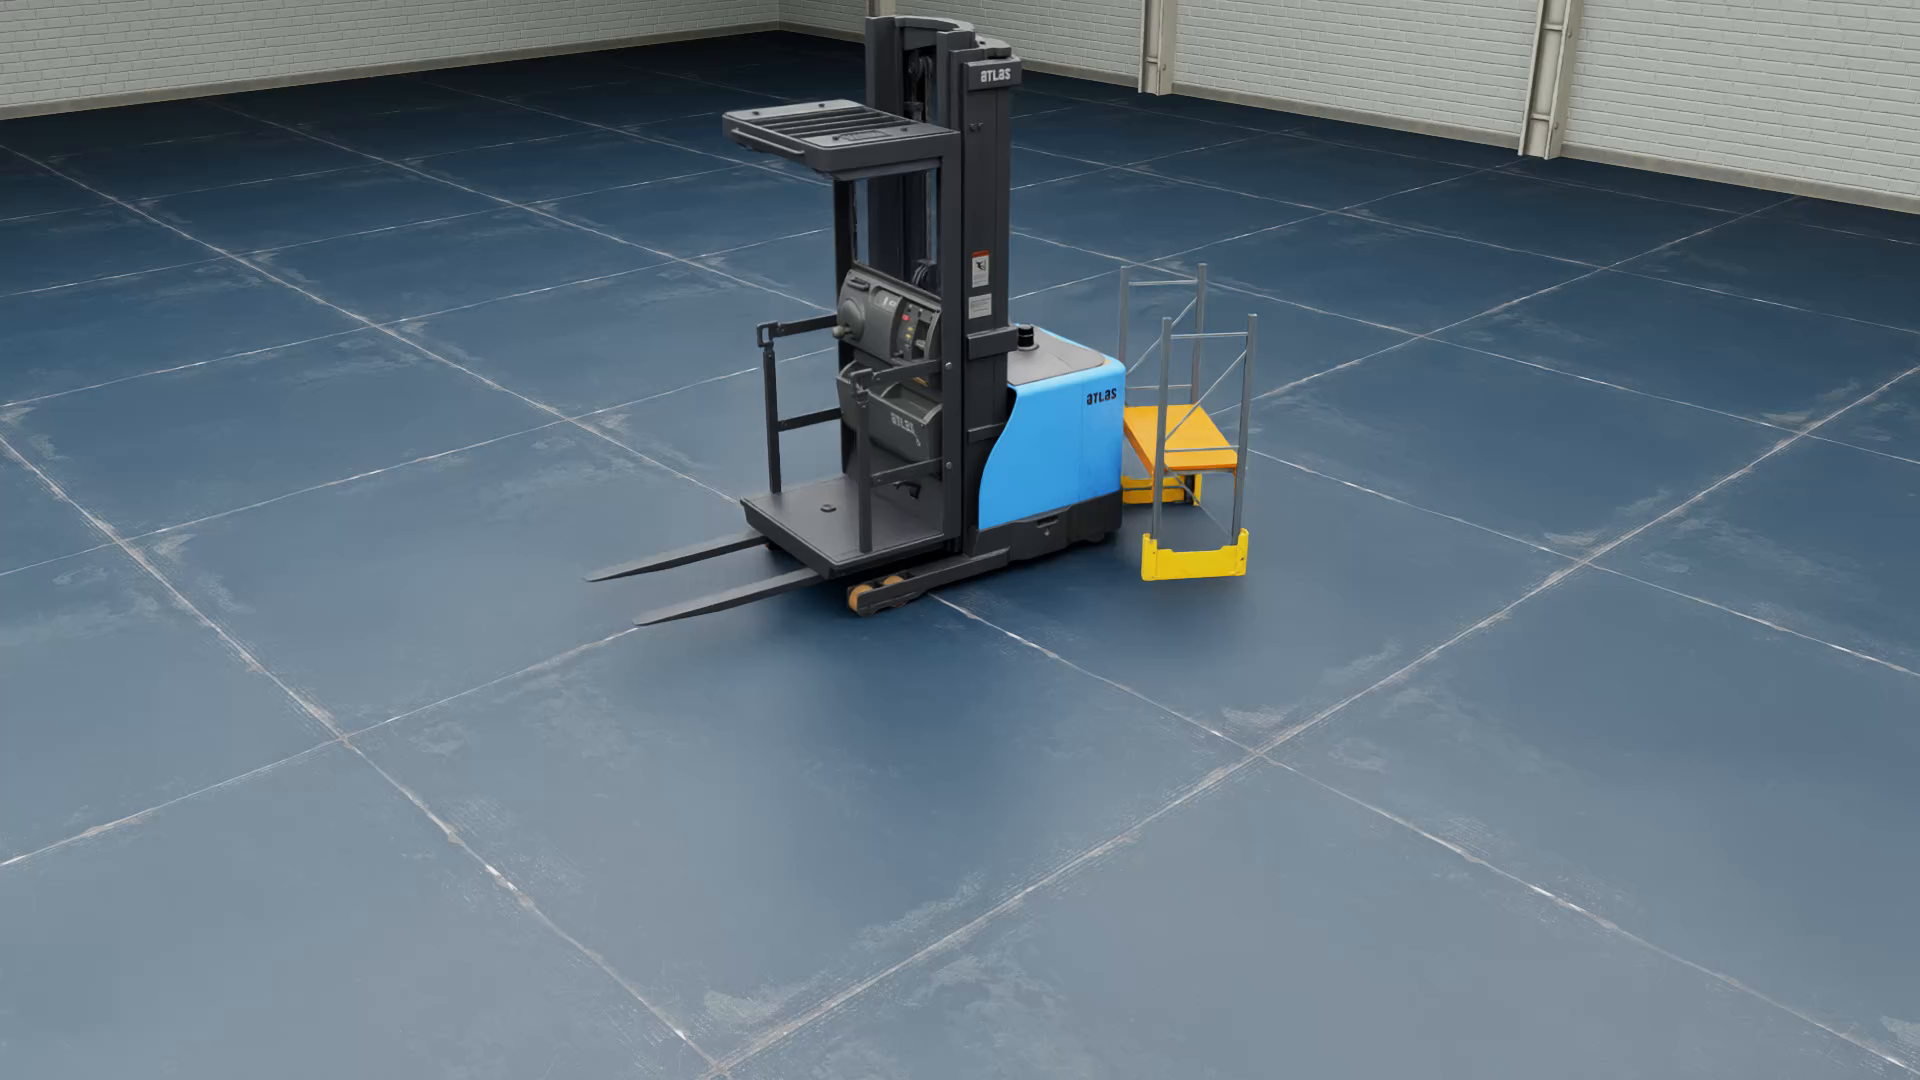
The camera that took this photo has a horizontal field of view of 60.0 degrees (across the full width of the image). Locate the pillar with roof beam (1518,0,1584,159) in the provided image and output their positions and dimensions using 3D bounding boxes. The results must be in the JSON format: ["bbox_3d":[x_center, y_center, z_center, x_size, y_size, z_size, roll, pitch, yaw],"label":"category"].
[{"bbox_3d":[3.750,-7.452,15.242,9.100,9.000,0.400,-21,32,-38],"label":"pillar with roof beam"}]

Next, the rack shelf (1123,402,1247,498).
[{"bbox_3d":[1.244,-0.533,9.545,0.538,0.185,1.000,-3,25,-7],"label":"rack shelf"}]

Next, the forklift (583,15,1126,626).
[{"bbox_3d":[-0.555,-1.174,8.793,3.031,2.935,1.130,-16,29,-31],"label":"forklift"}]

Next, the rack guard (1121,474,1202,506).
[{"bbox_3d":[1.183,-0.329,10.171,0.587,0.250,0.087,-3,25,-7],"label":"rack guard"}]

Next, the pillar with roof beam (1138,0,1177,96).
[{"bbox_3d":[-0.351,-9.269,19.227,9.100,9.000,0.400,-21,32,-38],"label":"pillar with roof beam"}]

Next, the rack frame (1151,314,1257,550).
[{"bbox_3d":[1.308,-0.487,9.011,0.500,1.500,0.032,-3,25,-7],"label":"rack frame"}]

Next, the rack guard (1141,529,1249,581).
[{"bbox_3d":[1.308,0.081,9.272,0.587,0.250,0.087,-3,25,-7],"label":"rack guard"}]

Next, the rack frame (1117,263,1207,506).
[{"bbox_3d":[1.180,-0.906,9.929,0.500,1.500,0.032,-3,25,-7],"label":"rack frame"}]

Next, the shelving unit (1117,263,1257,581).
[{"bbox_3d":[1.245,-0.693,9.462,0.587,1.500,1.083,-3,25,-7],"label":"shelving unit"}]

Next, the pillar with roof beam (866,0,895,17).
[{"bbox_3d":[-4.452,-11.087,23.211,9.100,9.000,0.400,-21,32,-38],"label":"pillar with roof beam"}]
